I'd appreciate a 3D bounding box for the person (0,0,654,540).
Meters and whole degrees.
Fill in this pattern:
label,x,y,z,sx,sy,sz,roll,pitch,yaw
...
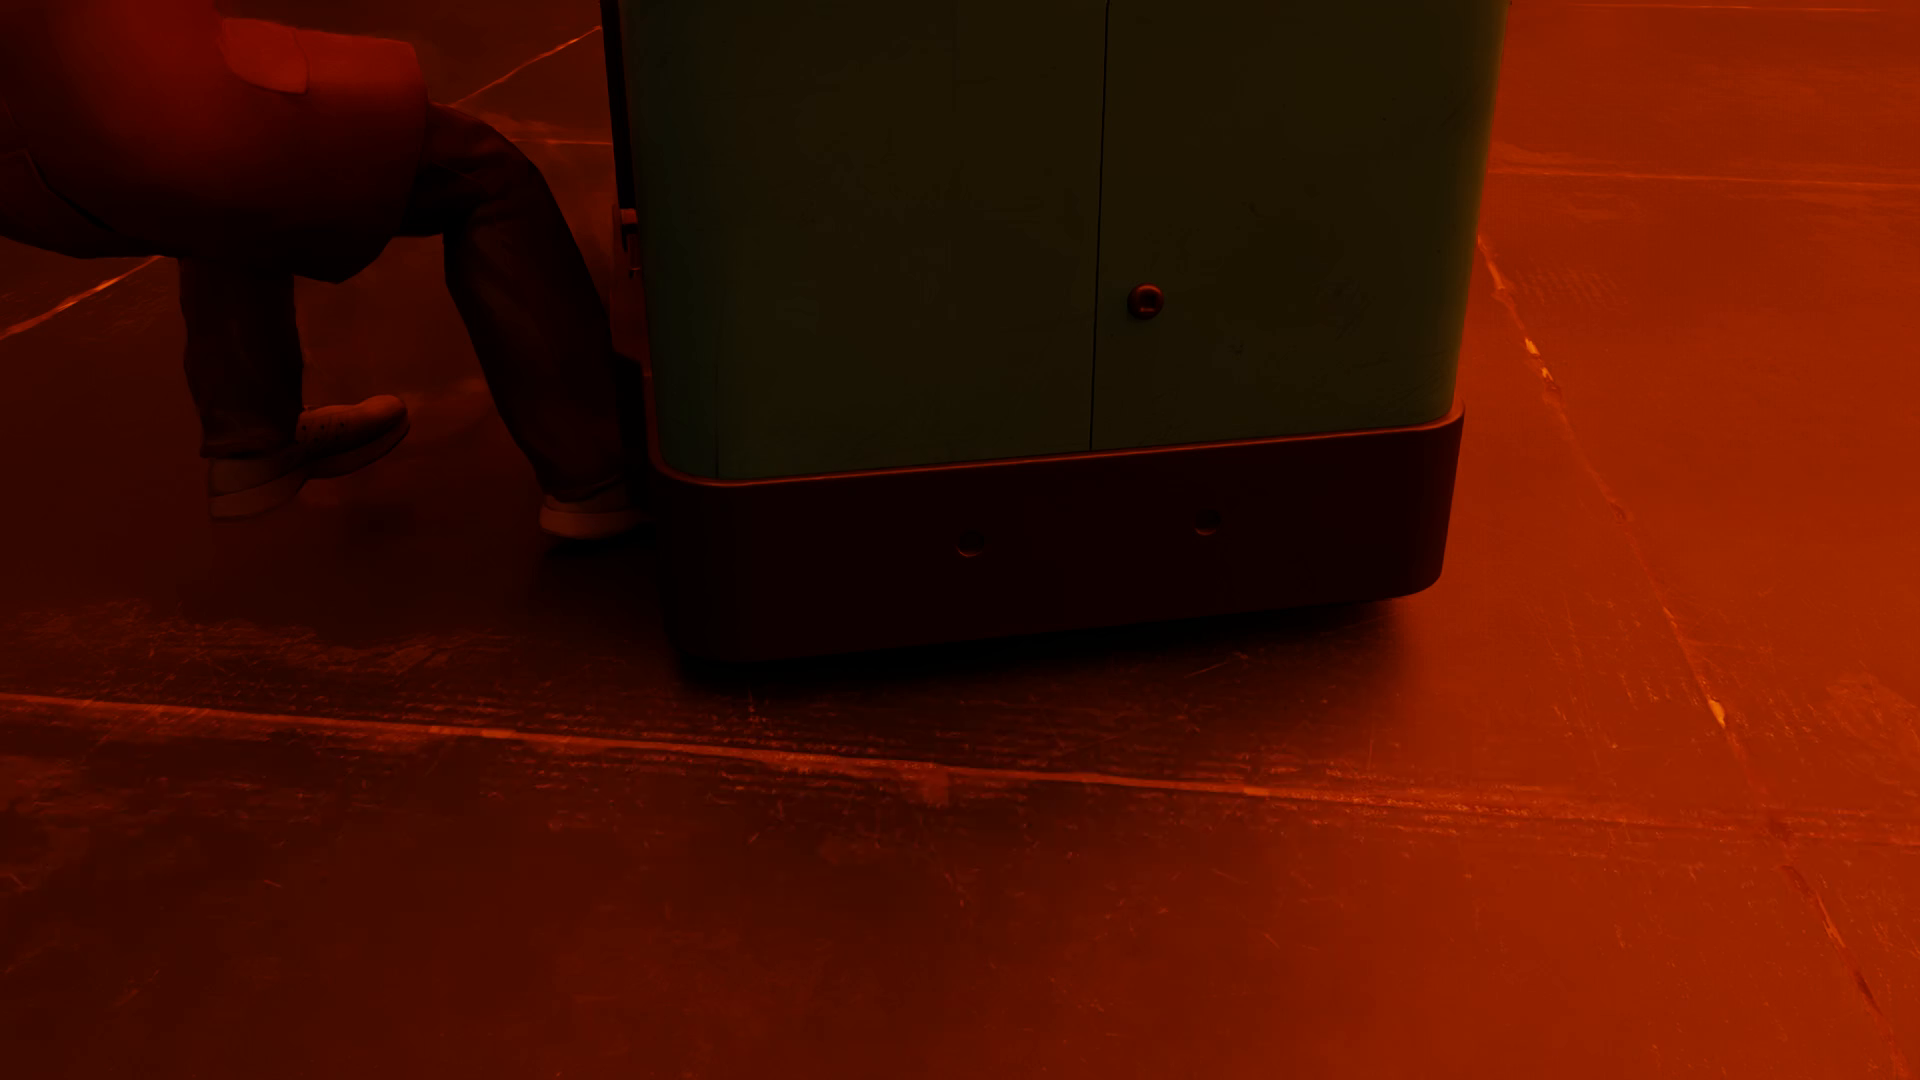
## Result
label,x,y,z,sx,sy,sz,roll,pitch,yaw
person,-1.153,-0.663,2.226,1.643,1.461,0.785,1,27,2

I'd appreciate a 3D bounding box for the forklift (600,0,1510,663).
label,x,y,z,sx,sy,sz,roll,pitch,yaw
forklift,-0.138,-1.796,2.818,1.130,2.935,3.031,-5,27,-10
